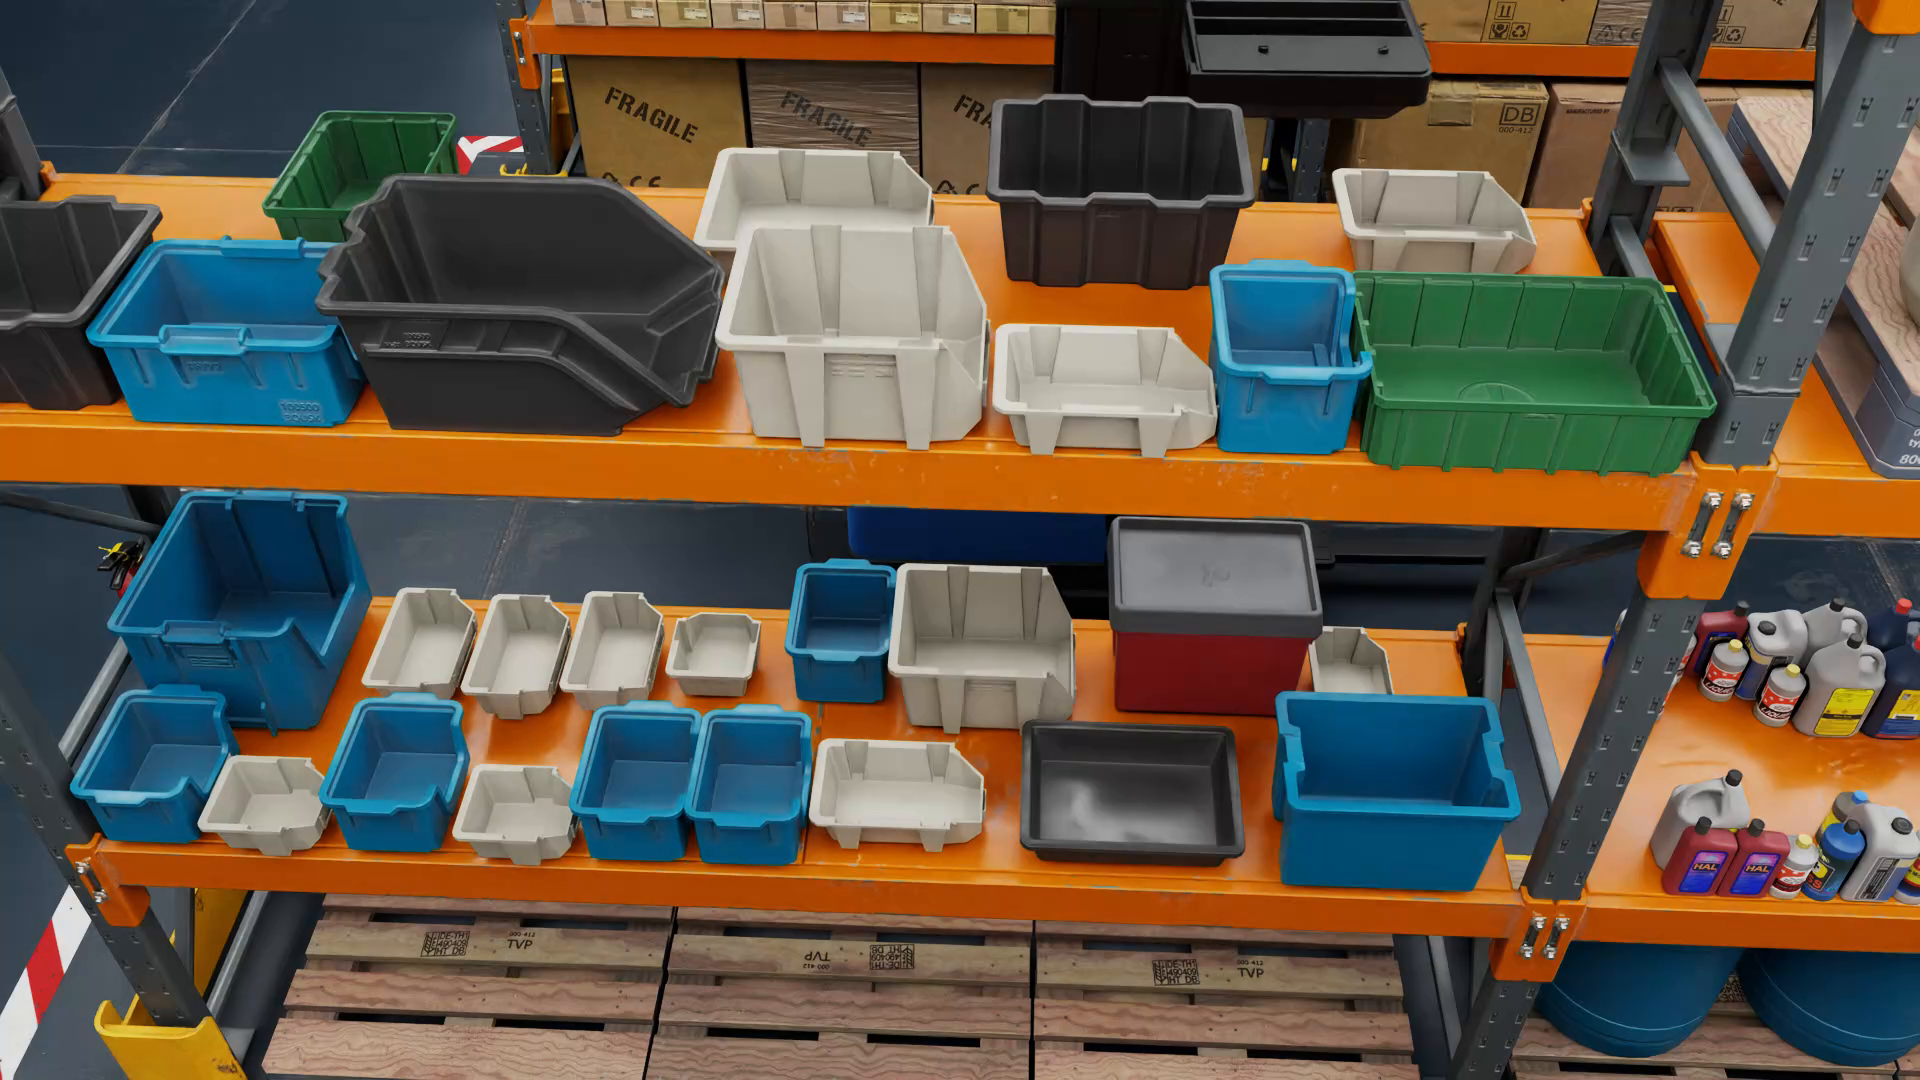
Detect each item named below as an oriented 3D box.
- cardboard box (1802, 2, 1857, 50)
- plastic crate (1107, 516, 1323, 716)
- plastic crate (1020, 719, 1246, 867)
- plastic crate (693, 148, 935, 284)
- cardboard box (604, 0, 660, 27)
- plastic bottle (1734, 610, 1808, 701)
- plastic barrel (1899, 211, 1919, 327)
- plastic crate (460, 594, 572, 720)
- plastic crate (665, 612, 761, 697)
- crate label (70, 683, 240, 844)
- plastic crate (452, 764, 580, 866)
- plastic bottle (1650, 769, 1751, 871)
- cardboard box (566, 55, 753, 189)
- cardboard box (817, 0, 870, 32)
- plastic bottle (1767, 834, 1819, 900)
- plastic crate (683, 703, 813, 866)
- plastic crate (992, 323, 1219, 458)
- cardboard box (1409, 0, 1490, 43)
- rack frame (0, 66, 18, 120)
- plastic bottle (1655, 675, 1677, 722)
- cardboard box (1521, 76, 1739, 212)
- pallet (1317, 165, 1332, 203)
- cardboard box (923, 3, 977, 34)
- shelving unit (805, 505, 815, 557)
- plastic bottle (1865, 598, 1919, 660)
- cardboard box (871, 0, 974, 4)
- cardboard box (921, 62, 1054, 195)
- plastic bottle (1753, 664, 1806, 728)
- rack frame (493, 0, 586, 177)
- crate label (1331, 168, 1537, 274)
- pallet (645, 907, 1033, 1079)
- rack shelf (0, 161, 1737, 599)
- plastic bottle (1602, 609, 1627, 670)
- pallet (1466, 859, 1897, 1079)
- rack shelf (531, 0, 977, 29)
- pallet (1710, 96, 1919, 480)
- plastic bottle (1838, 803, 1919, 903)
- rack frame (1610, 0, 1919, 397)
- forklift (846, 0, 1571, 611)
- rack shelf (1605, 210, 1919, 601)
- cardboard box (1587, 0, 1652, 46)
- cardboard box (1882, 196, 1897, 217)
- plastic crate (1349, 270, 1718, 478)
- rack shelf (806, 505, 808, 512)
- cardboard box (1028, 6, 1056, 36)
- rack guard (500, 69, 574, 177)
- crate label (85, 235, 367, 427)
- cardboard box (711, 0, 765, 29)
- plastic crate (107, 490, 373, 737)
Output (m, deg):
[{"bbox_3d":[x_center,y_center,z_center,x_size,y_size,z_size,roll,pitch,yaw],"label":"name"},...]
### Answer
[{"bbox_3d":[4.289,-2.688,7.946,0.500,0.500,0.500,0,43,1],"label":"cardboard box"},{"bbox_3d":[0.710,0.235,4.792,0.583,0.464,0.402,2,43,2],"label":"plastic crate"},{"bbox_3d":[0.460,0.706,4.535,0.590,0.125,0.437,2,43,2],"label":"plastic crate"},{"bbox_3d":[-0.330,-0.751,3.934,0.530,0.136,0.437,2,43,2],"label":"plastic crate"},{"bbox_3d":[-1.586,-2.683,8.199,0.250,0.149,0.380,1,43,1],"label":"cardboard box"},{"bbox_3d":[2.364,0.327,4.875,0.135,0.276,0.152,2,43,2],"label":"plastic bottle"},{"bbox_3d":[2.105,-0.636,3.209,0.433,0.535,0.433,0,43,0],"label":"plastic barrel"},{"bbox_3d":[-1.294,0.350,4.908,0.243,0.136,0.396,2,43,2],"label":"plastic crate"},{"bbox_3d":[-0.718,0.339,4.920,0.250,0.136,0.298,2,43,2],"label":"plastic crate"},{"bbox_3d":[-2.174,0.627,4.541,0.303,0.233,0.416,2,43,2],"label":"crate label"},{"bbox_3d":[-1.179,0.749,4.480,0.298,0.136,0.250,2,43,2],"label":"plastic crate"},{"bbox_3d":[1.968,0.729,4.388,0.185,0.351,0.144,2,43,2],"label":"plastic bottle"},{"bbox_3d":[-1.539,-2.428,8.992,0.875,0.875,0.875,2,43,2],"label":"cardboard box"},{"bbox_3d":[-0.558,-2.652,8.166,0.250,0.149,0.380,1,43,1],"label":"cardboard box"},{"bbox_3d":[2.187,0.848,4.370,0.097,0.201,0.097,0,43,0],"label":"plastic bottle"},{"bbox_3d":[-0.558,0.676,4.488,0.300,0.233,0.416,2,43,2],"label":"plastic crate"},{"bbox_3d":[0.303,-0.303,3.453,0.466,0.136,0.293,2,43,2],"label":"plastic crate"},{"bbox_3d":[2.262,-2.747,8.010,0.500,0.500,0.500,2,43,2],"label":"cardboard box"},{"bbox_3d":[-2.405,-1.840,2.708,0.127,3.000,1.000,2,43,2],"label":"rack frame"},{"bbox_3d":[2.012,0.428,4.821,0.097,0.201,0.097,0,43,0],"label":"plastic bottle"},{"bbox_3d":[3.347,-2.238,8.788,0.875,0.875,1.225,0,43,0],"label":"cardboard box"},{"bbox_3d":[2.588,-1.902,9.222,1.213,0.211,1.003,2,43,2],"label":"pallet"},{"bbox_3d":[-0.044,-2.637,8.149,0.250,0.149,0.380,2,43,3],"label":"cardboard box"},{"bbox_3d":[-0.561,-0.447,6.935,0.189,1.200,0.258,1,43,1],"label":"shelving unit"},{"bbox_3d":[2.708,0.307,4.841,0.185,0.351,0.144,2,43,2],"label":"plastic bottle"},{"bbox_3d":[-0.172,-2.831,8.065,0.500,0.250,0.500,1,43,1],"label":"cardboard box"},{"bbox_3d":[0.259,-2.373,8.933,0.875,0.875,0.875,2,43,2],"label":"cardboard box"},{"bbox_3d":[2.377,0.440,4.809,0.097,0.201,0.097,0,43,0],"label":"plastic bottle"},{"bbox_3d":[-2.182,-3.017,8.374,0.127,3.000,1.000,2,43,2],"label":"rack frame"},{"bbox_3d":[1.115,-0.735,3.916,0.466,0.136,0.293,2,43,2],"label":"crate label"},{"bbox_3d":[-0.368,1.467,5.606,1.213,0.211,1.003,2,43,2],"label":"pallet"},{"bbox_3d":[-0.407,-0.417,3.910,4.000,0.370,1.077,2,43,2],"label":"rack shelf"},{"bbox_3d":[1.999,0.316,4.887,0.135,0.276,0.152,2,43,2],"label":"plastic bottle"},{"bbox_3d":[2.359,1.551,5.516,1.213,0.211,1.003,2,43,2],"label":"pallet"},{"bbox_3d":[-0.184,-2.764,8.486,3.809,0.124,0.919,2,43,2],"label":"rack shelf"},{"bbox_3d":[2.378,-0.593,3.709,1.003,0.211,1.213,2,43,2],"label":"pallet"},{"bbox_3d":[2.401,0.809,4.358,0.135,0.276,0.152,2,43,2],"label":"plastic bottle"},{"bbox_3d":[1.591,-1.717,2.576,0.127,3.000,1.000,2,43,2],"label":"rack frame"},{"bbox_3d":[1.053,-1.093,6.358,3.031,2.935,1.130,1,43,1],"label":"forklift"},{"bbox_3d":[3.589,-0.295,3.778,4.000,0.370,1.077,2,43,2],"label":"rack shelf"},{"bbox_3d":[3.264,-2.716,7.977,0.500,0.500,0.500,1,43,1],"label":"cardboard box"},{"bbox_3d":[5.121,-2.183,8.729,0.875,0.875,1.225,0,43,0],"label":"cardboard box"},{"bbox_3d":[1.154,-0.349,3.464,0.662,0.188,0.450,2,43,2],"label":"plastic crate"},{"bbox_3d":[-0.561,-0.239,7.129,0.180,0.103,0.258,1,43,1],"label":"rack shelf"},{"bbox_3d":[0.466,-2.620,8.132,0.250,0.149,0.380,3,43,3],"label":"cardboard box"},{"bbox_3d":[-2.206,-2.103,9.226,0.348,0.500,1.175,2,43,2],"label":"rack guard"},{"bbox_3d":[-1.498,-0.439,3.515,0.502,0.251,0.408,2,43,2],"label":"crate label"},{"bbox_3d":[-1.070,-2.668,8.183,0.250,0.149,0.380,1,43,1],"label":"cardboard box"},{"bbox_3d":[-2.062,0.204,4.846,0.499,0.435,0.616,2,43,2],"label":"plastic crate"}]
